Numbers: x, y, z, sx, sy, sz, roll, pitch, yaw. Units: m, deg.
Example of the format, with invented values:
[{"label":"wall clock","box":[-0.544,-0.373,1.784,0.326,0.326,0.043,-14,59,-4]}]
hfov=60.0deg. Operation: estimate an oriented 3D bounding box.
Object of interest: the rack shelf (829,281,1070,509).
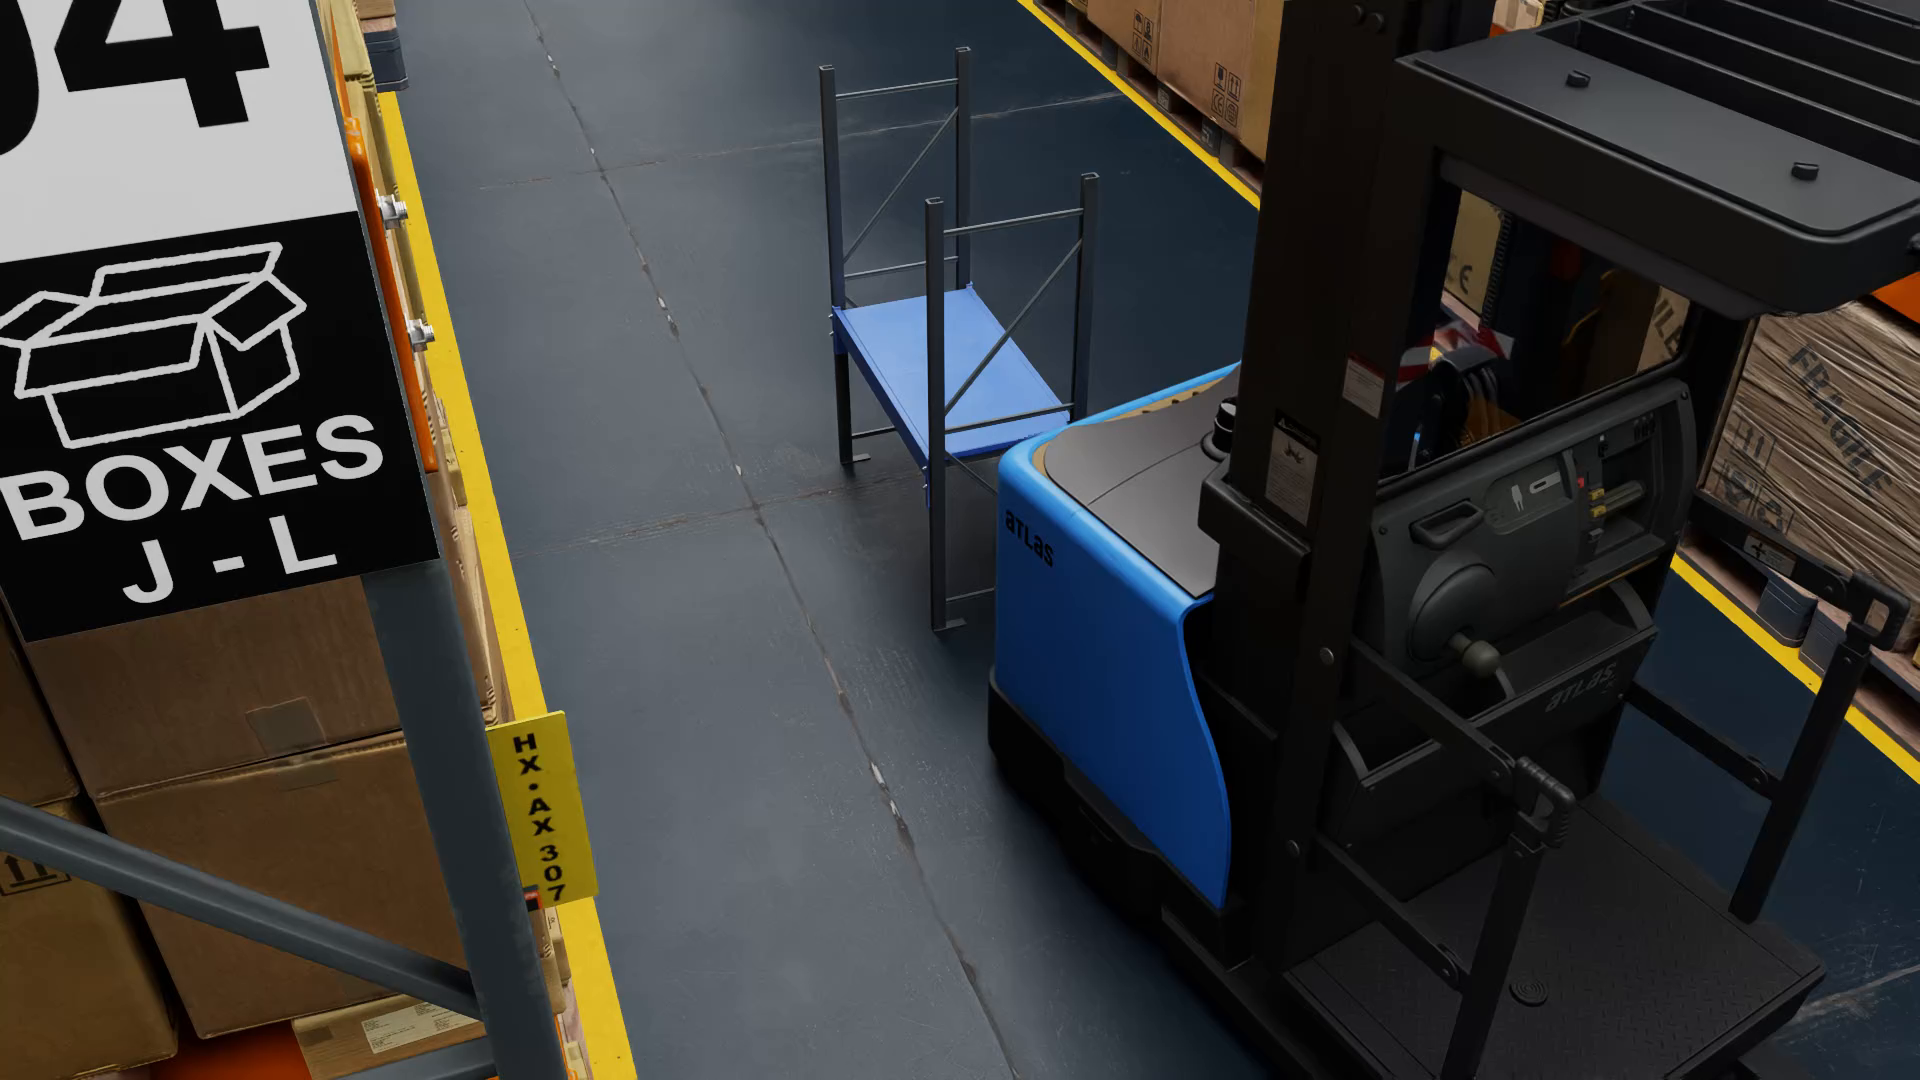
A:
[{"label":"rack shelf","box":[-0.029,-0.504,5.471,0.538,0.185,1.000,-12,39,-16]}]

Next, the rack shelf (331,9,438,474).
[{"label":"rack shelf","box":[-1.720,-1.237,3.004,1.077,0.370,4.000,-12,39,-16]}]

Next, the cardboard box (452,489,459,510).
[{"label":"cardboard box","box":[-1.627,-0.004,4.788,0.380,0.149,0.250,-14,39,-18]}]

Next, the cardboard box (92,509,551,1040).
[{"label":"cardboard box","box":[-0.926,0.334,2.483,0.500,0.500,0.500,-11,38,-14]}]

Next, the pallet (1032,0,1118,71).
[{"label":"pallet","box":[1.108,-3.111,9.704,1.003,0.211,1.213,-12,39,-16]}]

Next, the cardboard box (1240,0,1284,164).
[{"label":"cardboard box","box":[2.045,-2.102,7.465,1.225,0.875,0.875,-12,39,-16]}]

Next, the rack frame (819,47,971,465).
[{"label":"rack frame","box":[-0.204,-0.934,5.744,0.500,1.500,0.032,-12,39,-16]}]

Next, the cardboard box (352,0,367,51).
[{"label":"cardboard box","box":[-1.453,-0.932,3.333,0.500,0.500,0.500,-14,39,-17]}]

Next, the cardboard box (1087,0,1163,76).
[{"label":"cardboard box","box":[1.425,-3.105,8.796,1.225,0.875,0.875,-12,39,-16]}]

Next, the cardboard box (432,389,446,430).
[{"label":"cardboard box","box":[-1.896,-0.341,5.483,0.380,0.149,0.250,-14,39,-18]}]

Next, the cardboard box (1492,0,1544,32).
[{"label":"cardboard box","box":[2.164,-1.941,6.043,0.380,0.149,0.250,-14,39,-17]}]

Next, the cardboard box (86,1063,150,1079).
[{"label":"cardboard box","box":[-1.409,0.778,2.432,0.380,0.149,0.250,-12,39,-16]}]

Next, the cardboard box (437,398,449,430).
[{"label":"cardboard box","box":[-1.953,-0.334,5.721,0.380,0.149,0.250,-12,39,-15]}]

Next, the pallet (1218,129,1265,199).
[{"label":"pallet","box":[1.948,-1.732,7.874,1.003,0.211,1.213,-12,39,-16]}]

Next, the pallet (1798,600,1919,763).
[{"label":"pallet","box":[3.312,0.512,4.895,1.003,0.211,1.213,-12,39,-16]}]

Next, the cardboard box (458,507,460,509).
[{"label":"cardboard box","box":[-1.791,-0.034,5.322,0.380,0.149,0.250,-14,39,-17]}]

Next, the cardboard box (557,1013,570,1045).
[{"label":"cardboard box","box":[-1.012,1.140,3.516,0.380,0.149,0.250,-13,39,-16]}]

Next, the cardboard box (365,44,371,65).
[{"label":"cardboard box","box":[-1.798,-1.106,4.395,0.500,0.500,0.500,-13,39,-17]}]

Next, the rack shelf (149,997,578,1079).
[{"label":"rack shelf","box":[-1.720,-0.039,3.906,1.077,0.370,4.000,-12,39,-16]}]

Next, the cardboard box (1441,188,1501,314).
[{"label":"cardboard box","box":[2.436,-1.355,6.473,0.875,0.875,0.875,-12,39,-16]}]

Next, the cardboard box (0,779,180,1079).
[{"label":"cardboard box","box":[-1.428,0.444,2.337,0.500,0.500,0.500,-12,39,-15]}]

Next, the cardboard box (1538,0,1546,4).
[{"label":"cardboard box","box":[2.200,-2.165,6.009,0.500,0.250,0.500,-13,39,-17]}]

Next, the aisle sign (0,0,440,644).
[{"label":"aisle sign","box":[-0.725,-0.256,1.435,0.394,0.787,0.004,-12,39,-16]}]

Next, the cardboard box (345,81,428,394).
[{"label":"cardboard box","box":[-1.116,-0.347,2.556,0.500,0.500,0.500,-11,38,-15]}]

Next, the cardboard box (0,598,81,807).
[{"label":"cardboard box","box":[-1.422,0.039,2.044,0.500,0.500,0.500,-13,39,-17]}]

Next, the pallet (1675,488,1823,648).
[{"label":"pallet","box":[2.896,-0.176,5.808,1.003,0.211,1.213,-12,39,-16]}]

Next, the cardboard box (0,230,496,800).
[{"label":"cardboard box","box":[-0.937,-0.063,2.179,0.500,0.500,0.500,-13,39,-16]}]

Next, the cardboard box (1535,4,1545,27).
[{"label":"cardboard box","box":[2.255,-1.792,5.845,0.380,0.149,0.250,-11,38,-14]}]

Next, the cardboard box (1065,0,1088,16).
[{"label":"cardboard box","box":[1.125,-3.610,9.467,1.225,0.875,0.875,-14,39,-18]}]

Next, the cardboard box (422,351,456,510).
[{"label":"cardboard box","box":[-1.291,-0.242,3.248,0.500,0.500,0.500,-12,39,-15]}]

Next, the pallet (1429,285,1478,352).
[{"label":"pallet","box":[2.472,-0.866,6.725,1.003,0.211,1.213,-12,39,-16]}]

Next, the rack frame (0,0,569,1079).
[{"label":"rack frame","box":[-1.028,0.803,2.191,0.949,2.616,0.053,-12,39,-16]}]

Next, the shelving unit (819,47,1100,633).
[{"label":"shelving unit","box":[-0.029,-0.647,5.363,0.538,1.500,1.048,-12,39,-16]}]

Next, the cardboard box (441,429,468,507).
[{"label":"cardboard box","box":[-1.787,-0.194,5.287,0.380,0.149,0.250,-14,39,-18]}]

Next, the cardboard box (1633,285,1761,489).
[{"label":"cardboard box","box":[2.746,-0.847,5.798,0.875,0.875,0.875,-12,39,-16]}]

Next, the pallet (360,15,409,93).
[{"label":"pallet","box":[-2.534,-1.841,5.861,1.003,0.211,1.213,-12,39,-16]}]

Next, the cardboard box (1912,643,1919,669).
[{"label":"cardboard box","box":[3.365,0.170,4.448,0.875,0.875,0.875,-12,39,-16]}]

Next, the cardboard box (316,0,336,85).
[{"label":"cardboard box","box":[-0.946,-0.641,1.740,0.500,0.250,0.500,-11,38,-14]}]

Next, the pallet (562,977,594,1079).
[{"label":"pallet","box":[-1.304,1.408,3.705,1.003,0.211,1.213,-12,39,-16]}]

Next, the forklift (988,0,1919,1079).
[{"label":"forklift","box":[1.304,0.039,3.262,1.130,2.935,3.031,-21,42,-26]}]

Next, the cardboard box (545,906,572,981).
[{"label":"cardboard box","box":[-1.067,0.871,3.627,0.380,0.149,0.250,-13,39,-16]}]

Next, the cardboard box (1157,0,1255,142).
[{"label":"cardboard box","box":[1.737,-2.607,8.135,1.225,0.875,0.875,-14,39,-18]}]

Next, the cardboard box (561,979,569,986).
[{"label":"cardboard box","box":[-1.155,0.975,3.982,0.380,0.149,0.250,-12,39,-15]}]

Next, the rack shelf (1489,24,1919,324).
[{"label":"rack shelf","box":[2.972,-1.009,5.194,1.077,0.370,4.000,-12,39,-16]}]

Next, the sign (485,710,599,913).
[{"label":"sign","box":[-0.522,0.345,2.079,0.100,0.325,0.005,-12,39,-16]}]

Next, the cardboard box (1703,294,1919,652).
[{"label":"cardboard box","box":[3.052,-0.344,5.131,0.875,0.875,0.875,-12,39,-16]}]

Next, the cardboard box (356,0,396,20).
[{"label":"cardboard box","box":[-2.112,-1.841,5.561,0.380,0.149,0.250,-14,39,-18]}]

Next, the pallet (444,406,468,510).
[{"label":"pallet","box":[-2.143,0.030,5.535,1.003,0.211,1.213,-12,39,-16]}]

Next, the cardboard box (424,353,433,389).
[{"label":"cardboard box","box":[-2.001,-0.492,5.683,0.380,0.149,0.250,-12,39,-15]}]

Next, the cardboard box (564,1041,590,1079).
[{"label":"cardboard box","box":[-0.893,1.171,3.229,0.380,0.149,0.250,-14,39,-18]}]

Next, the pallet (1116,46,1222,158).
[{"label":"pallet","box":[1.524,-2.423,8.791,1.003,0.211,1.213,-12,39,-16]}]

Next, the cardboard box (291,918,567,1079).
[{"label":"cardboard box","box":[-0.835,0.653,2.599,0.380,0.149,0.250,-13,39,-16]}]

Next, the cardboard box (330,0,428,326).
[{"label":"cardboard box","box":[-1.274,-0.645,2.952,0.500,0.500,0.500,-13,39,-17]}]

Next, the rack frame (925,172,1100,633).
[{"label":"rack frame","box":[0.146,-0.360,4.981,0.500,1.500,0.032,-12,39,-16]}]
